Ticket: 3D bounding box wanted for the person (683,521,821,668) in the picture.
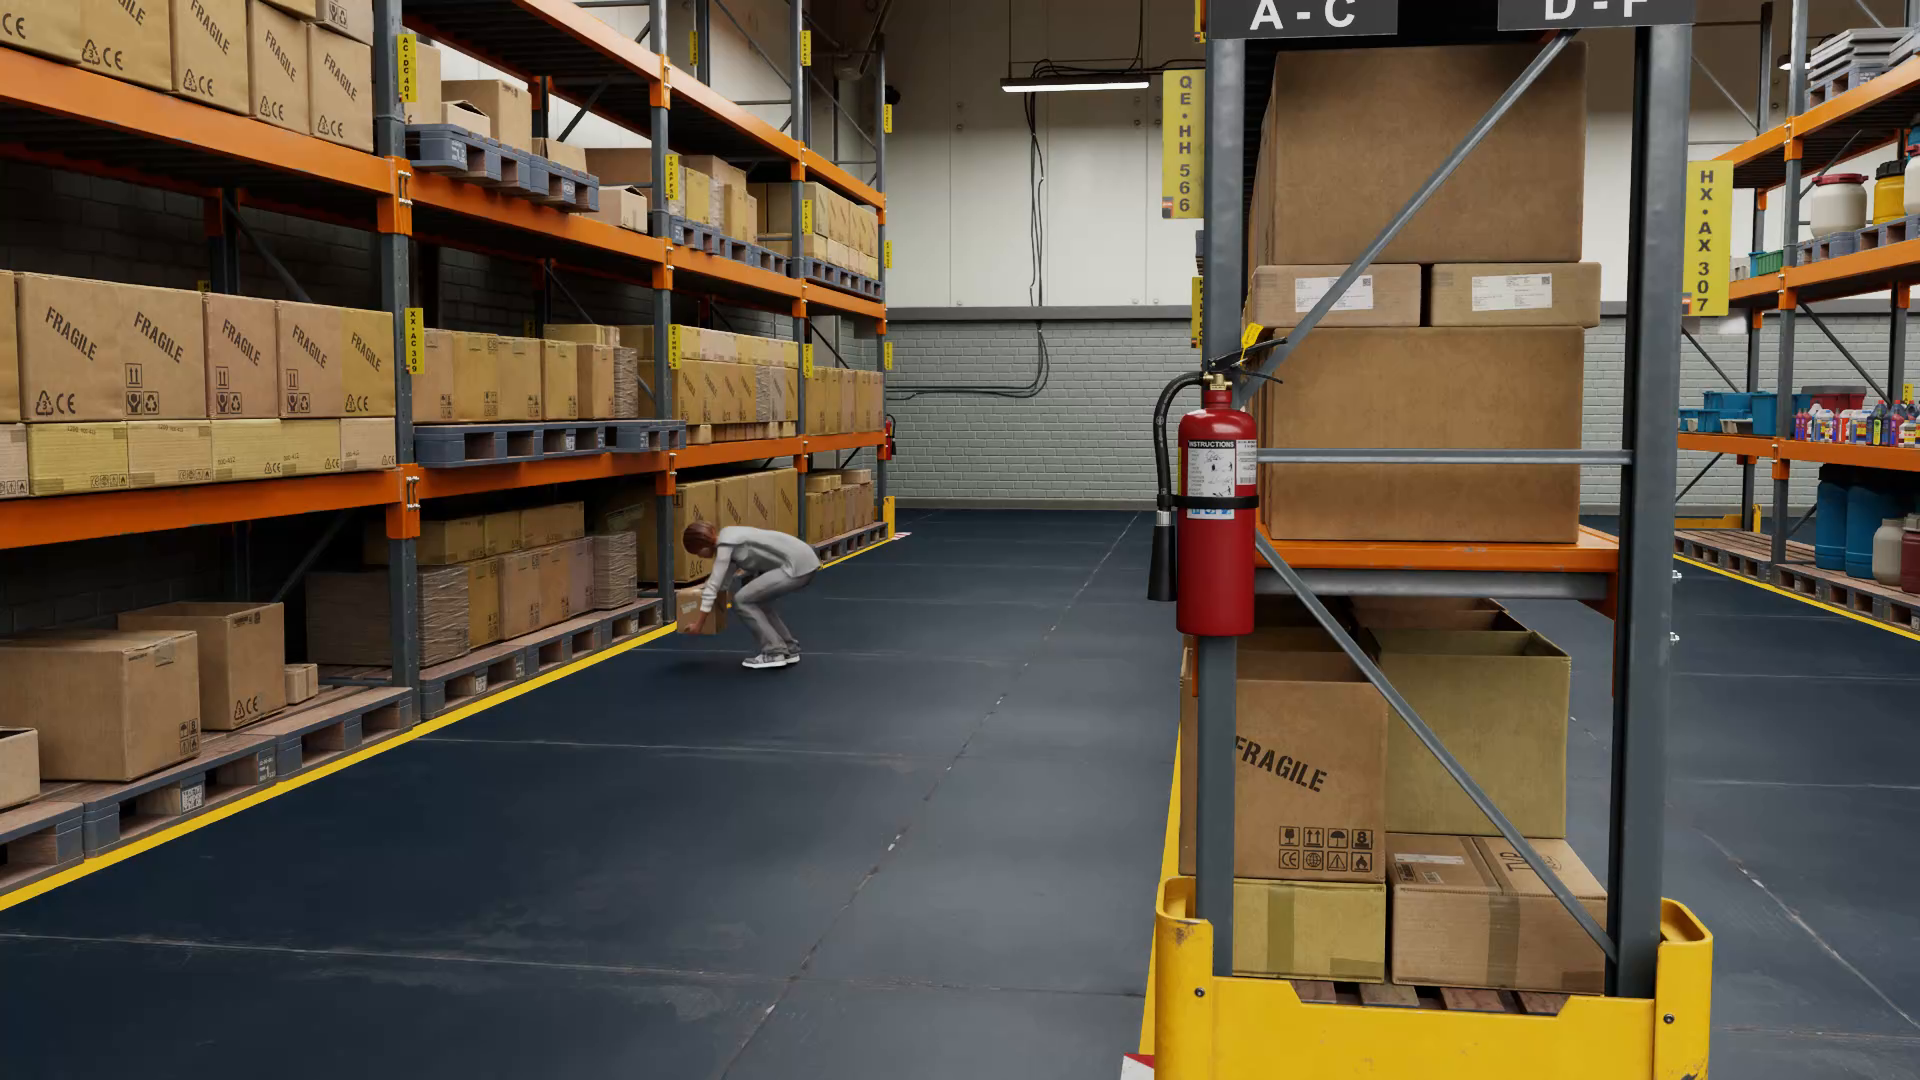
[{"bbox_3d":[-1.290,0.333,10.319,0.853,0.904,0.425,1,5,6],"label":"person"}]
